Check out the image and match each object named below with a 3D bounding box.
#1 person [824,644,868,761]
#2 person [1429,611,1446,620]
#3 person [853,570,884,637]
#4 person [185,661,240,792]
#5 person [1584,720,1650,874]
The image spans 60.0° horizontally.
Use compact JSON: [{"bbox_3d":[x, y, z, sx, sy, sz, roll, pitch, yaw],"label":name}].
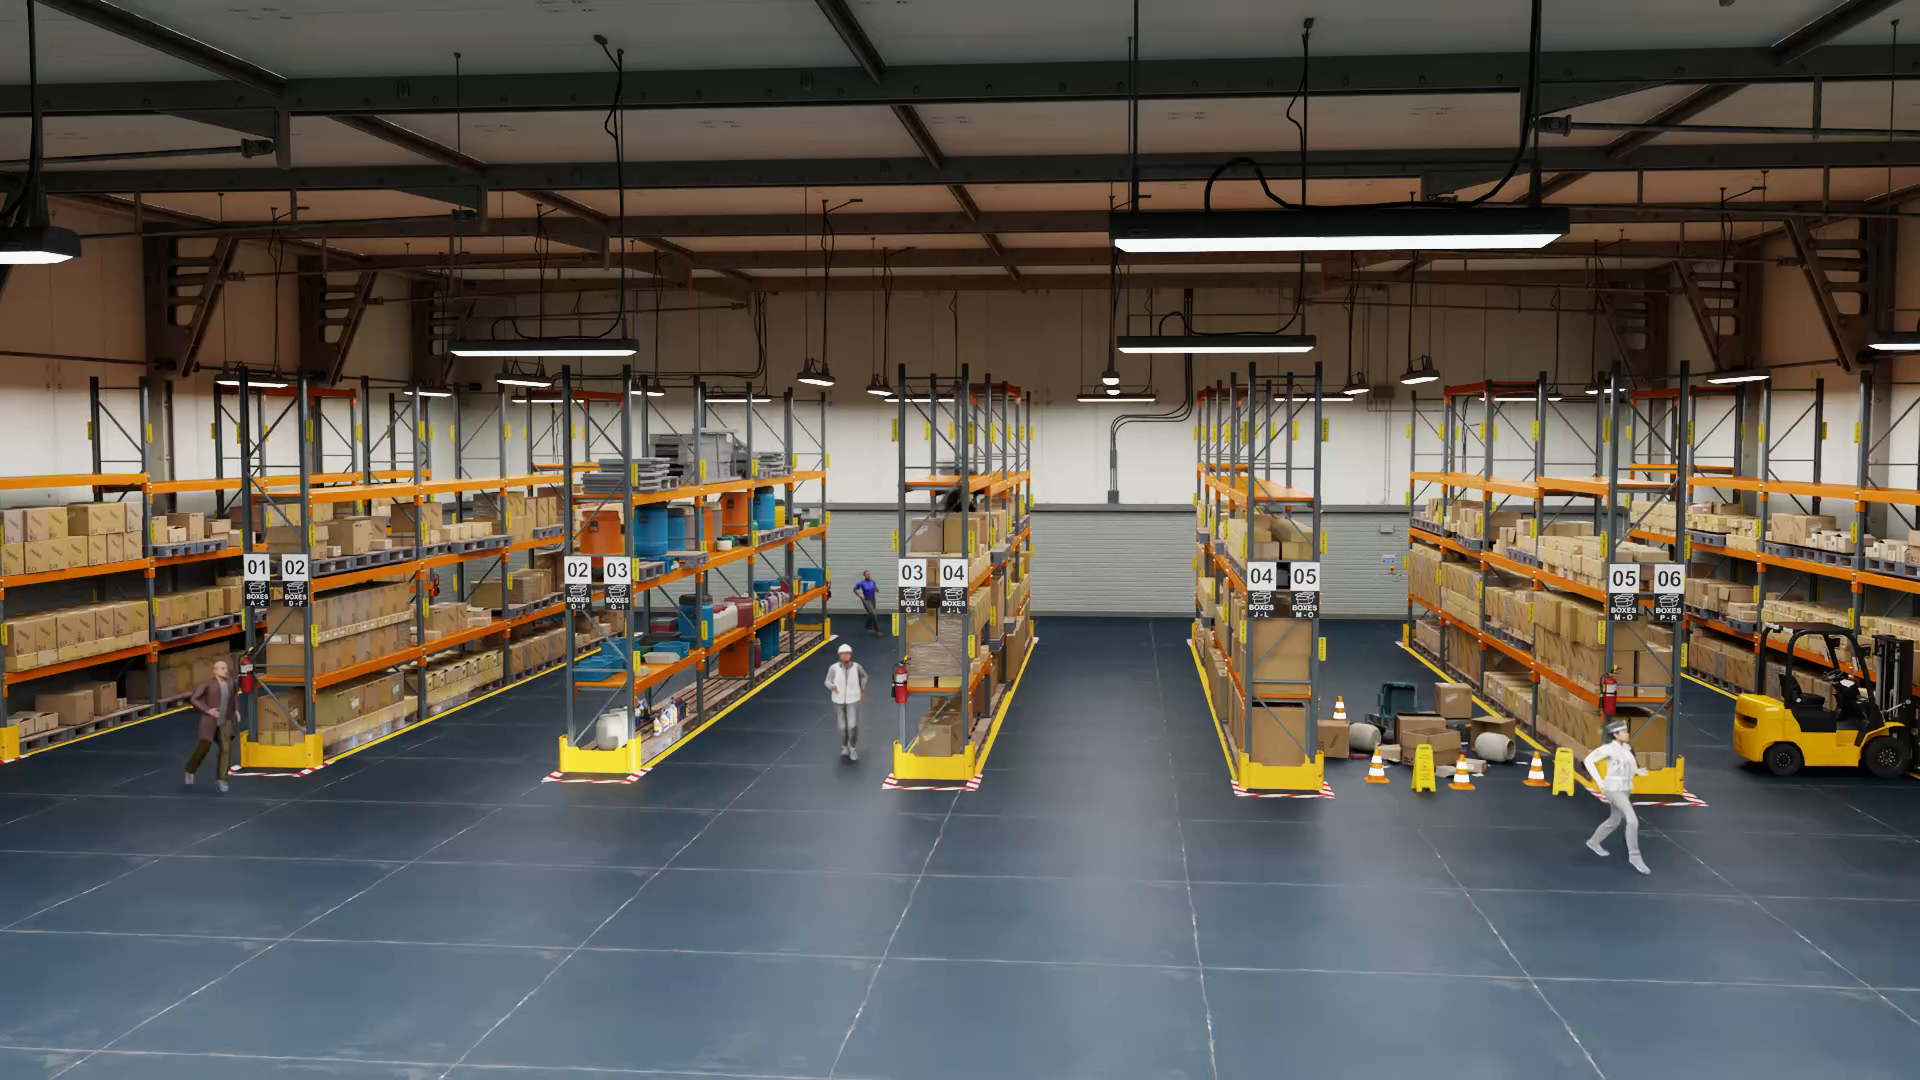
[{"bbox_3d":[-1.754,2.493,25.490,0.647,1.798,0.734,0,4,1],"label":"person"},{"bbox_3d":[11.533,1.543,40.010,0.821,1.772,0.704,2,4,33],"label":"person"},{"bbox_3d":[-2.265,1.568,40.969,0.733,1.677,0.614,4,5,44],"label":"person"},{"bbox_3d":[-10.492,2.603,23.537,1.013,1.775,0.763,3,5,42],"label":"person"},{"bbox_3d":[7.621,2.927,19.233,0.620,1.711,0.864,-3,5,-40],"label":"person"}]
